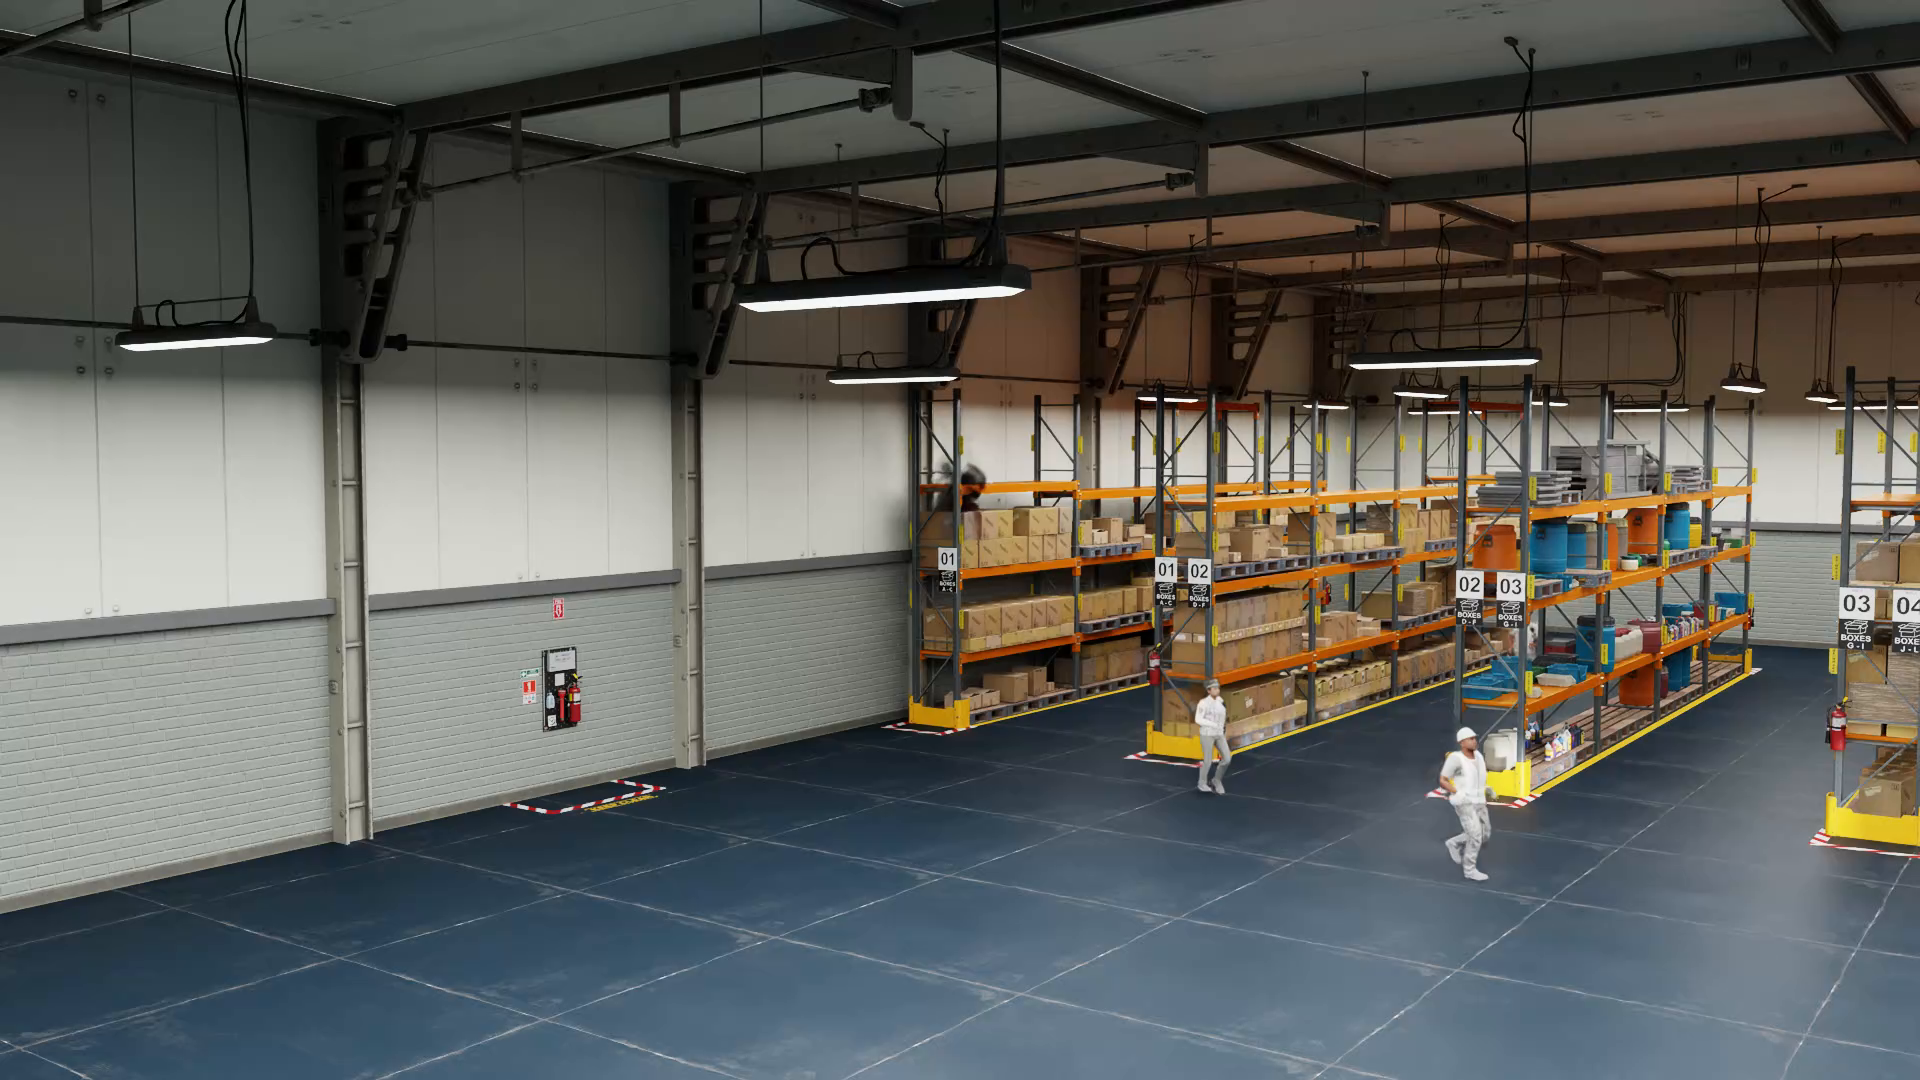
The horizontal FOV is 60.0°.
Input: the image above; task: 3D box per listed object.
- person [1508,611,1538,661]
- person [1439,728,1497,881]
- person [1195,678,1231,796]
[{"bbox_3d":[11.314,2.235,33.310,0.658,1.740,0.591,1,3,20],"label":"person"},{"bbox_3d":[5.854,3.036,19.249,0.685,1.735,0.664,-2,4,-34],"label":"person"},{"bbox_3d":[3.620,2.812,23.740,0.612,1.699,0.664,-2,4,-25],"label":"person"}]
